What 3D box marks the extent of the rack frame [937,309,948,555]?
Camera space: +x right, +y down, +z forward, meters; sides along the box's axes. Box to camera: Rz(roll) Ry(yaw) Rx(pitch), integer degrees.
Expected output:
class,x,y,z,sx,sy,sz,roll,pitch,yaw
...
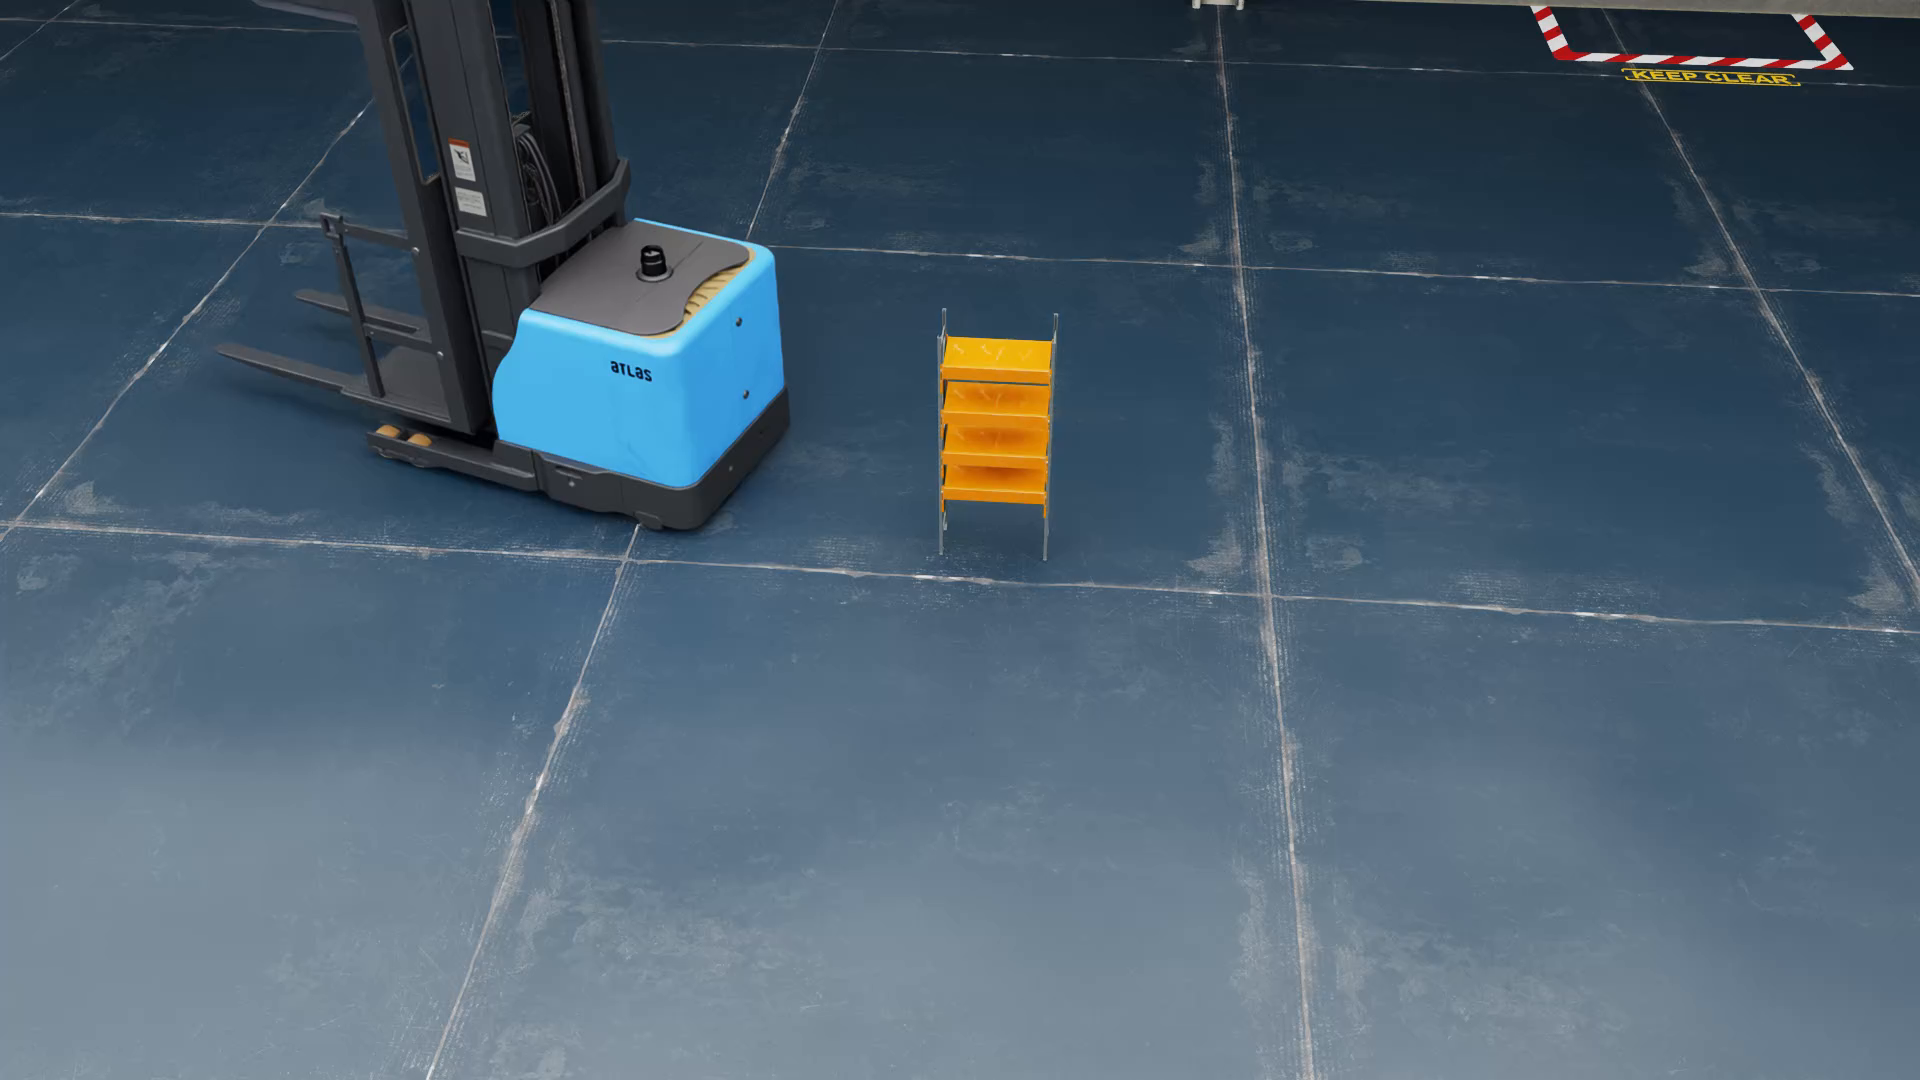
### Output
class,x,y,z,sx,sy,sz,roll,pitch,yaw
rack frame,-0.078,-0.470,7.547,0.015,1.200,0.240,3,39,4

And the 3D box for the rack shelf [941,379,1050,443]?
class,x,y,z,sx,sy,sz,roll,pitch,yaw
rack shelf,0.165,-0.578,7.432,0.480,0.148,0.258,3,39,4

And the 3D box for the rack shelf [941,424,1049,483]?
class,x,y,z,sx,sy,sz,roll,pitch,yaw
rack shelf,0.165,-0.404,7.573,0.480,0.148,0.258,3,39,4

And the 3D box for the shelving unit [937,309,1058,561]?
class,x,y,z,sx,sy,sz,roll,pitch,yaw
shelving unit,0.165,-0.456,7.531,0.503,1.200,0.258,3,39,4

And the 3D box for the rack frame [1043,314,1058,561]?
class,x,y,z,sx,sy,sz,roll,pitch,yaw
rack frame,0.408,-0.443,7.514,0.015,1.200,0.240,3,39,4

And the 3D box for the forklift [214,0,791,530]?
class,x,y,z,sx,sy,sz,roll,pitch,yaw
forklift,-2.436,-1.791,7.799,3.031,2.935,1.130,15,42,18

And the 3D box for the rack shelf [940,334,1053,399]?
class,x,y,z,sx,sy,sz,roll,pitch,yaw
rack shelf,0.165,-0.761,7.283,0.480,0.148,0.258,3,39,4

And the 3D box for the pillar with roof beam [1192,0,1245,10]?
class,x,y,z,sx,sy,sz,roll,pitch,yaw
pillar with roof beam,1.665,-5.045,6.990,0.400,9.000,9.100,3,39,4

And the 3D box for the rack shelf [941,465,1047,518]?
class,x,y,z,sx,sy,sz,roll,pitch,yaw
rack shelf,0.165,-0.250,7.698,0.480,0.148,0.258,3,39,4
